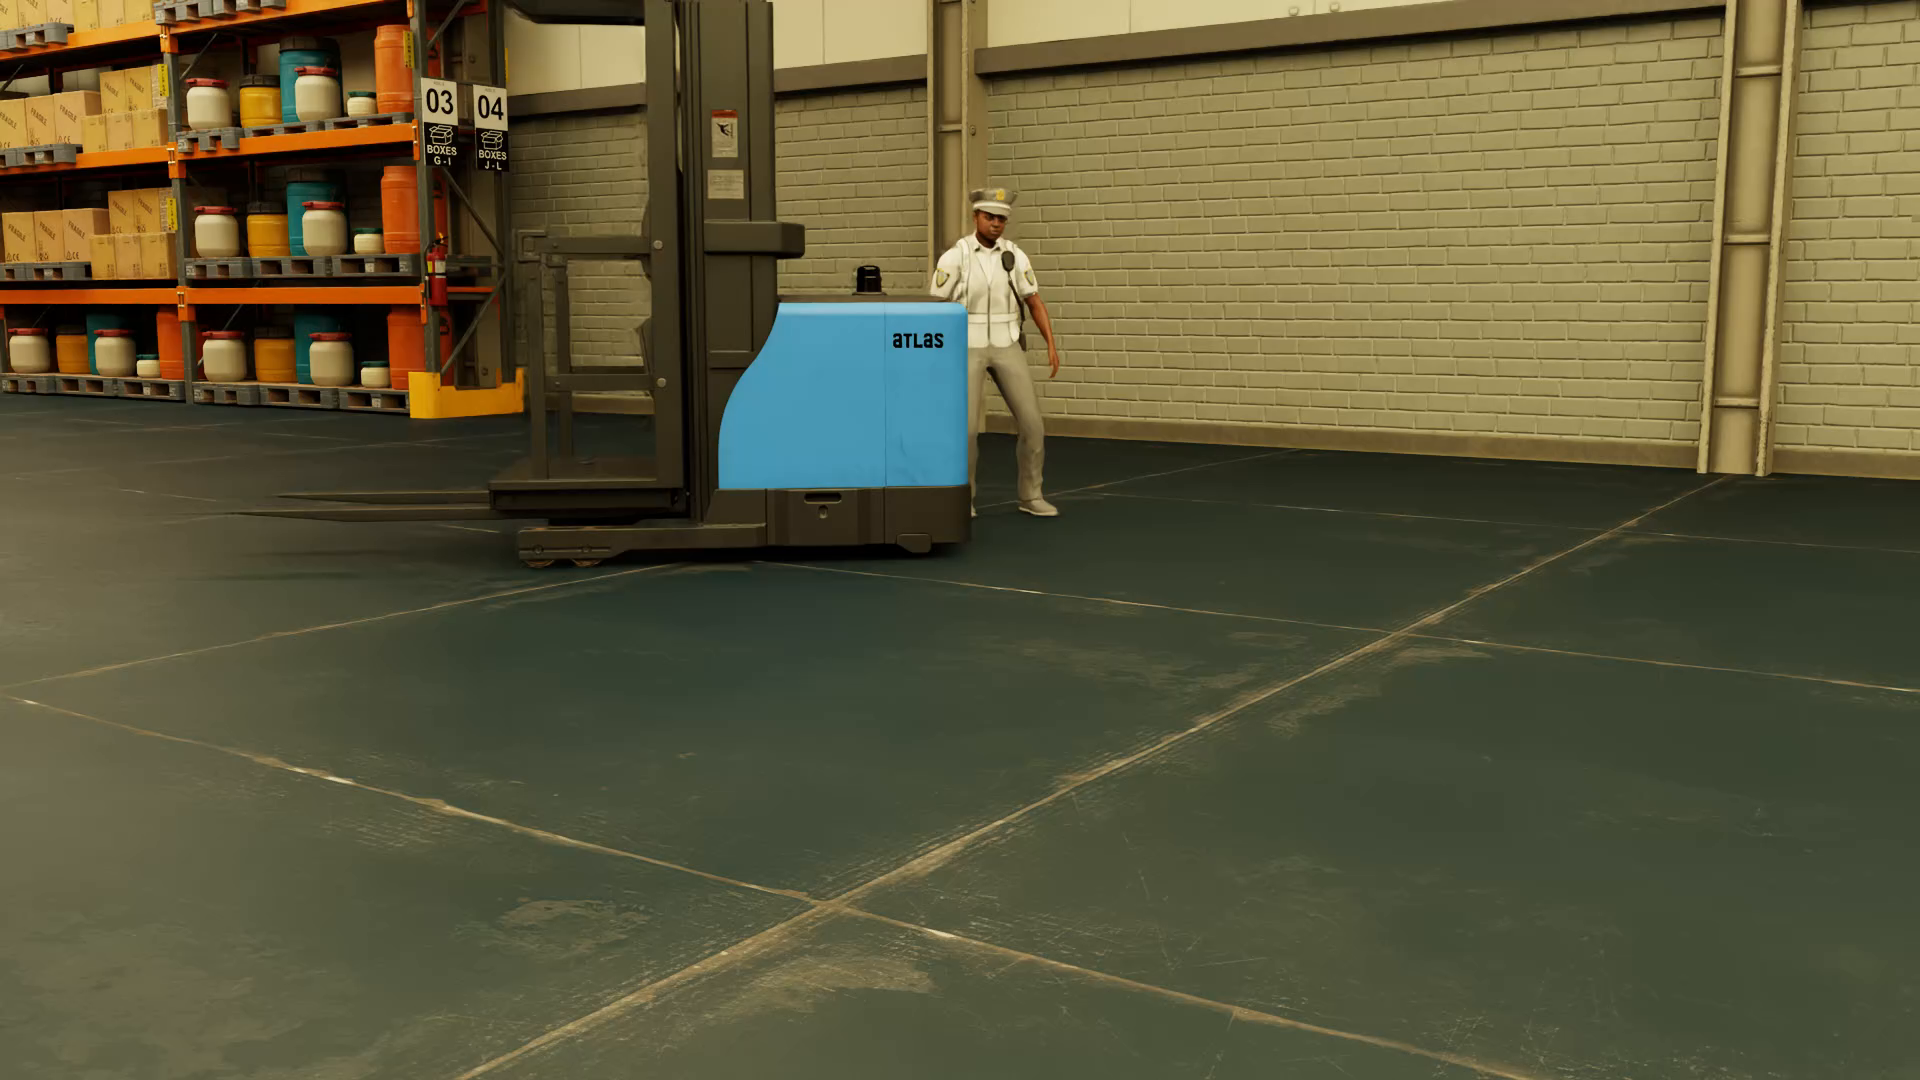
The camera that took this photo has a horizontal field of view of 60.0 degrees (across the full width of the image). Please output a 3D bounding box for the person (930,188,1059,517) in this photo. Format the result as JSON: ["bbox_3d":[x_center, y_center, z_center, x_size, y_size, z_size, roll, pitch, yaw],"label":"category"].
[{"bbox_3d":[0.145,-0.930,8.364,0.705,1.633,0.376,-2,8,-11],"label":"person"}]

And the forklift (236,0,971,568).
[{"bbox_3d":[-1.509,-1.416,7.152,3.031,2.935,1.130,-1,8,-7],"label":"forklift"}]
